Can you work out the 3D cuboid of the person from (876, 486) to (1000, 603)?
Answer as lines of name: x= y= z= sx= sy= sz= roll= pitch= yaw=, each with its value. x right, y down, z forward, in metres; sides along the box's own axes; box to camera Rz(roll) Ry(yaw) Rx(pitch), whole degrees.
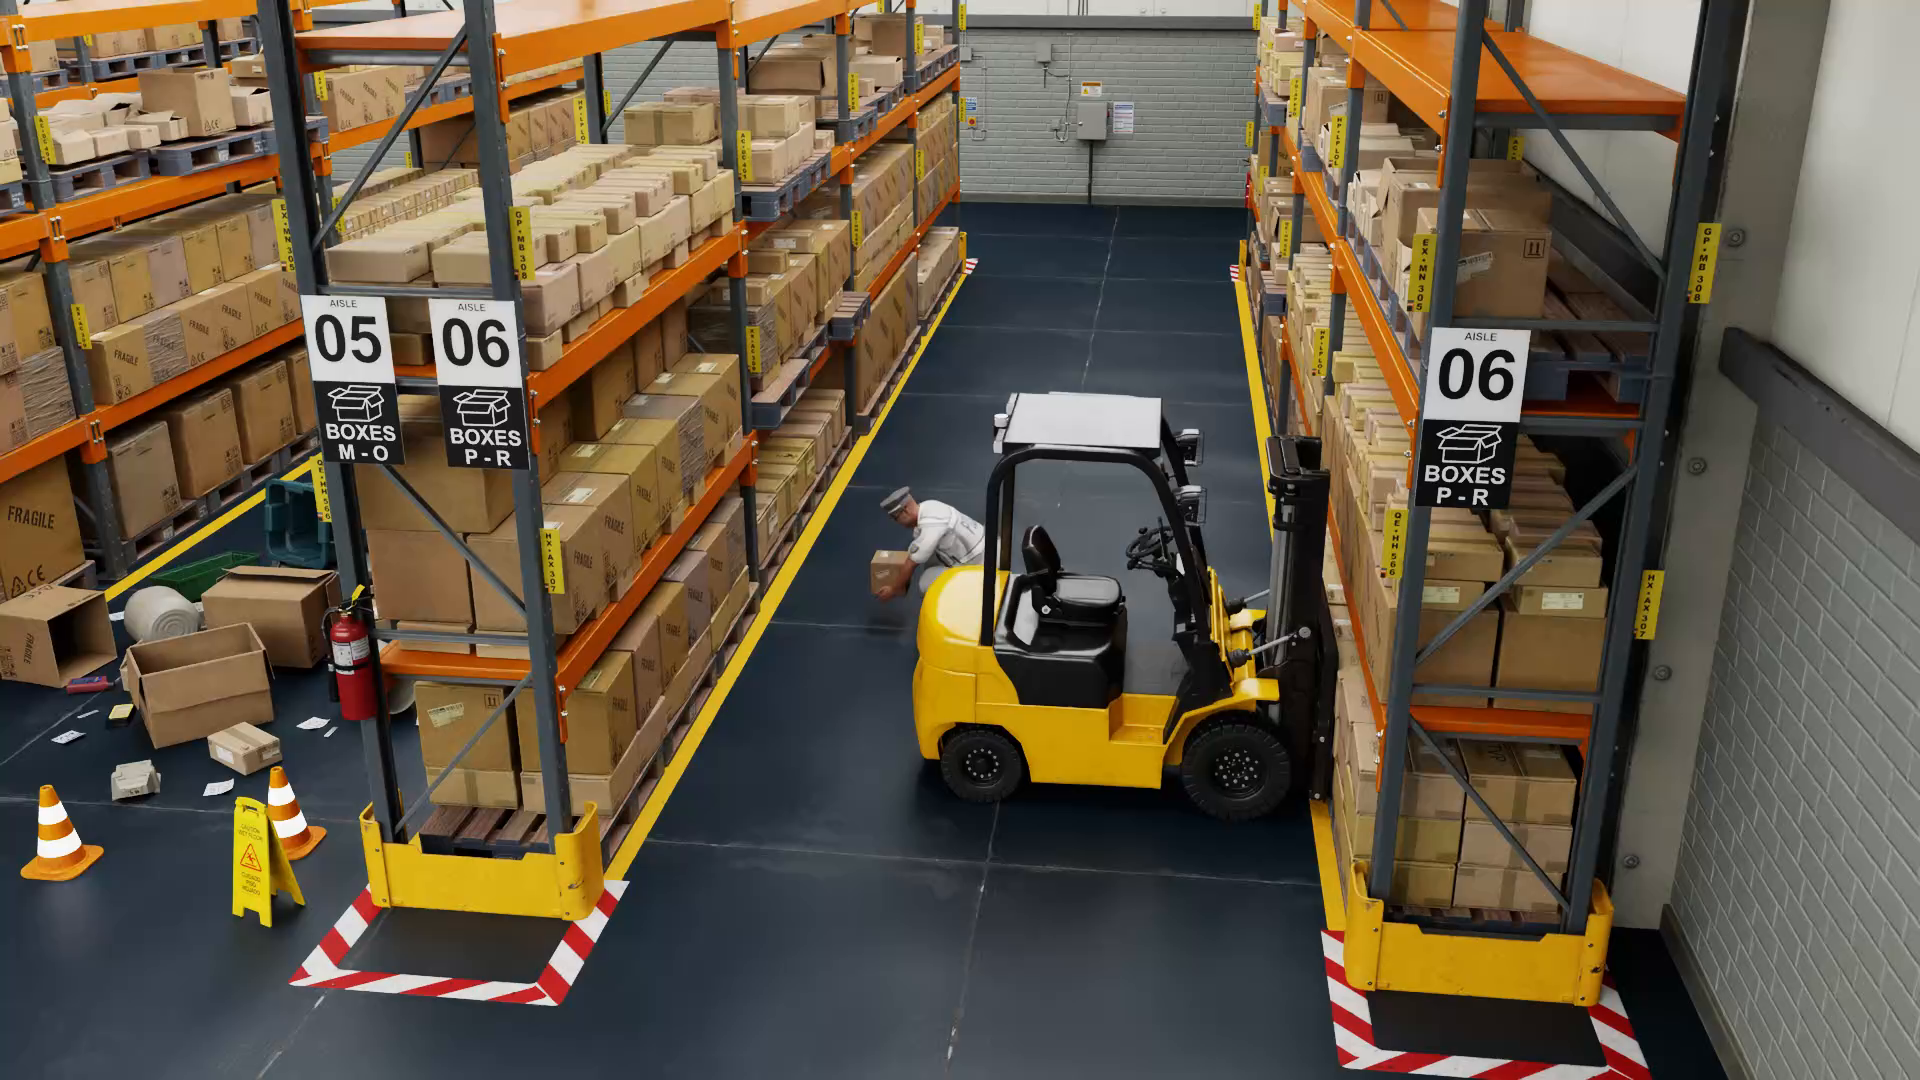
person: x=-0.138 y=0.099 z=11.869 sx=0.907 sy=1.008 sz=0.560 roll=3 pitch=21 yaw=7
